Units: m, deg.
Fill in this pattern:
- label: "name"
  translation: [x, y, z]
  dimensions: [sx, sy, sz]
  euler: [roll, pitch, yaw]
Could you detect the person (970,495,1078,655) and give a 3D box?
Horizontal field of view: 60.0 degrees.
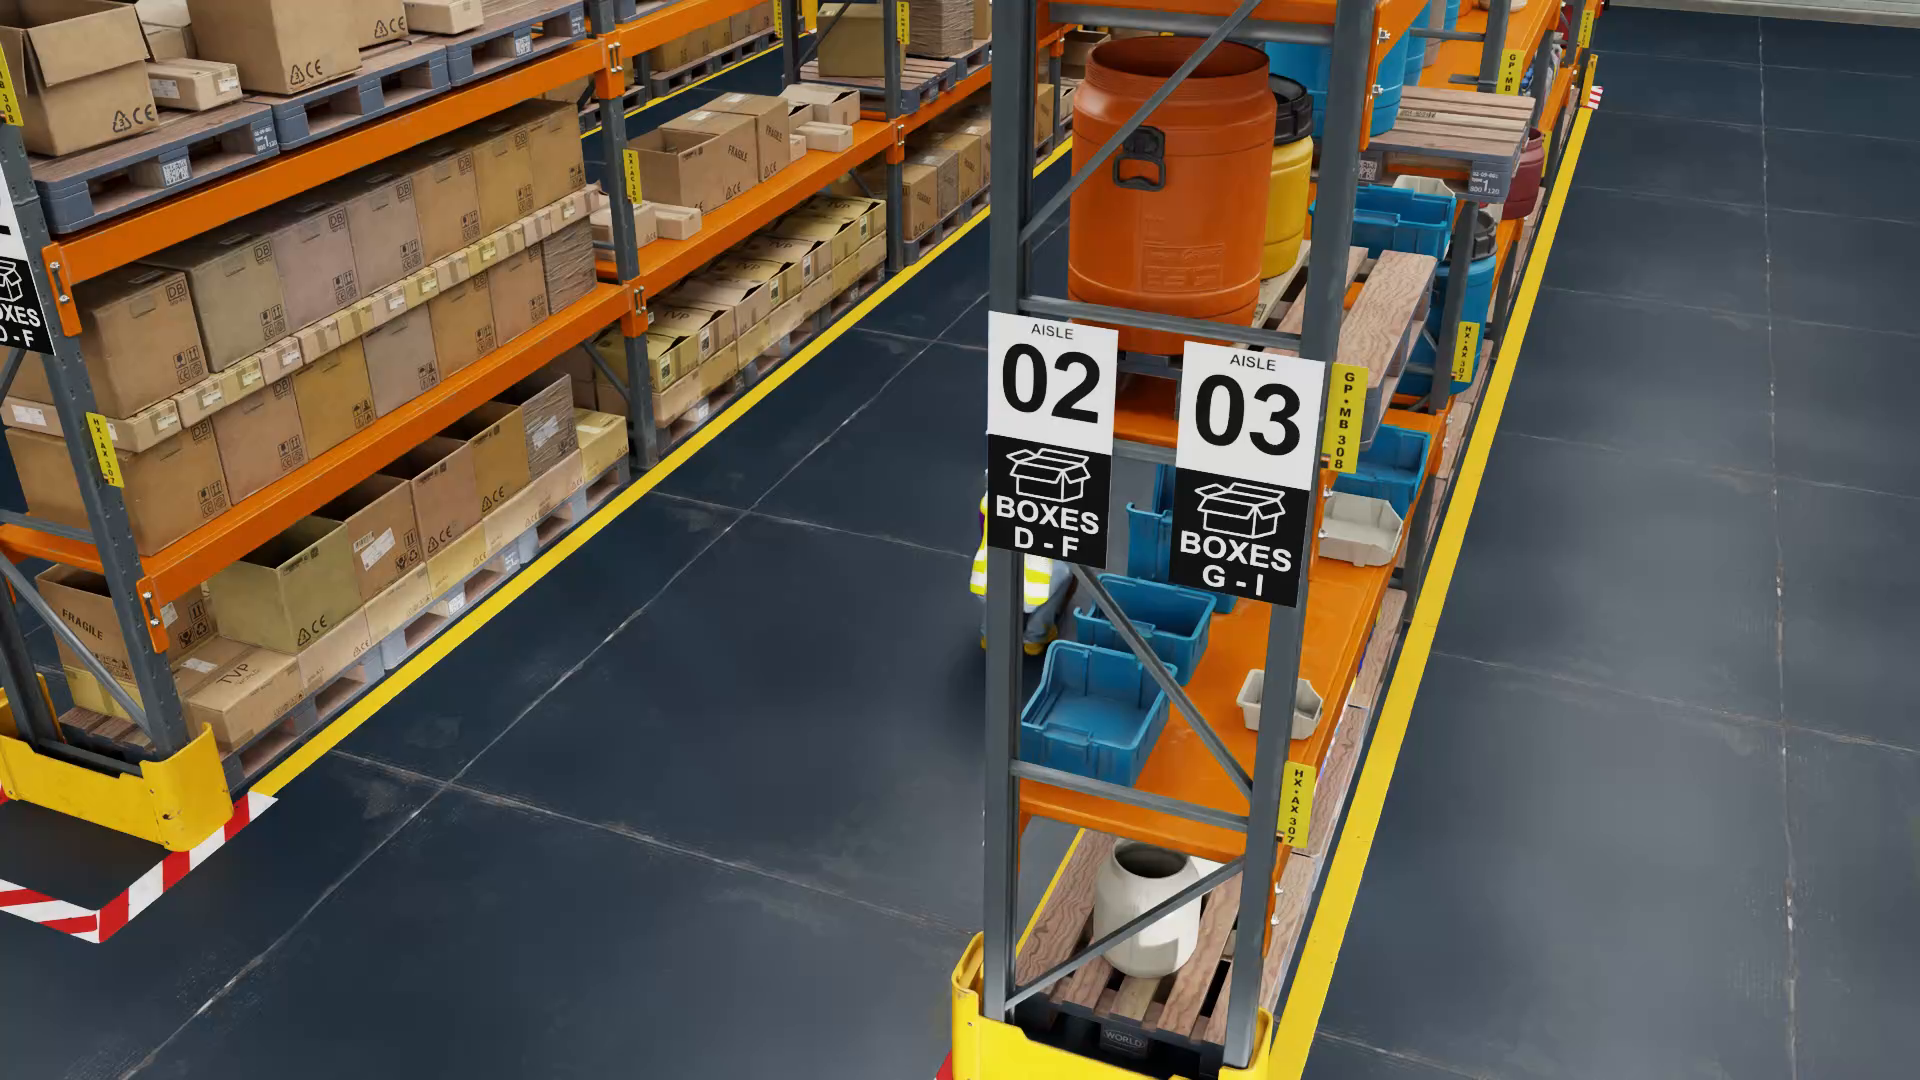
- label: "person"
  translation: [0.330, 0.103, 9.078]
  dimensions: [0.561, 0.902, 0.896]
  euler: [12, 31, 20]
